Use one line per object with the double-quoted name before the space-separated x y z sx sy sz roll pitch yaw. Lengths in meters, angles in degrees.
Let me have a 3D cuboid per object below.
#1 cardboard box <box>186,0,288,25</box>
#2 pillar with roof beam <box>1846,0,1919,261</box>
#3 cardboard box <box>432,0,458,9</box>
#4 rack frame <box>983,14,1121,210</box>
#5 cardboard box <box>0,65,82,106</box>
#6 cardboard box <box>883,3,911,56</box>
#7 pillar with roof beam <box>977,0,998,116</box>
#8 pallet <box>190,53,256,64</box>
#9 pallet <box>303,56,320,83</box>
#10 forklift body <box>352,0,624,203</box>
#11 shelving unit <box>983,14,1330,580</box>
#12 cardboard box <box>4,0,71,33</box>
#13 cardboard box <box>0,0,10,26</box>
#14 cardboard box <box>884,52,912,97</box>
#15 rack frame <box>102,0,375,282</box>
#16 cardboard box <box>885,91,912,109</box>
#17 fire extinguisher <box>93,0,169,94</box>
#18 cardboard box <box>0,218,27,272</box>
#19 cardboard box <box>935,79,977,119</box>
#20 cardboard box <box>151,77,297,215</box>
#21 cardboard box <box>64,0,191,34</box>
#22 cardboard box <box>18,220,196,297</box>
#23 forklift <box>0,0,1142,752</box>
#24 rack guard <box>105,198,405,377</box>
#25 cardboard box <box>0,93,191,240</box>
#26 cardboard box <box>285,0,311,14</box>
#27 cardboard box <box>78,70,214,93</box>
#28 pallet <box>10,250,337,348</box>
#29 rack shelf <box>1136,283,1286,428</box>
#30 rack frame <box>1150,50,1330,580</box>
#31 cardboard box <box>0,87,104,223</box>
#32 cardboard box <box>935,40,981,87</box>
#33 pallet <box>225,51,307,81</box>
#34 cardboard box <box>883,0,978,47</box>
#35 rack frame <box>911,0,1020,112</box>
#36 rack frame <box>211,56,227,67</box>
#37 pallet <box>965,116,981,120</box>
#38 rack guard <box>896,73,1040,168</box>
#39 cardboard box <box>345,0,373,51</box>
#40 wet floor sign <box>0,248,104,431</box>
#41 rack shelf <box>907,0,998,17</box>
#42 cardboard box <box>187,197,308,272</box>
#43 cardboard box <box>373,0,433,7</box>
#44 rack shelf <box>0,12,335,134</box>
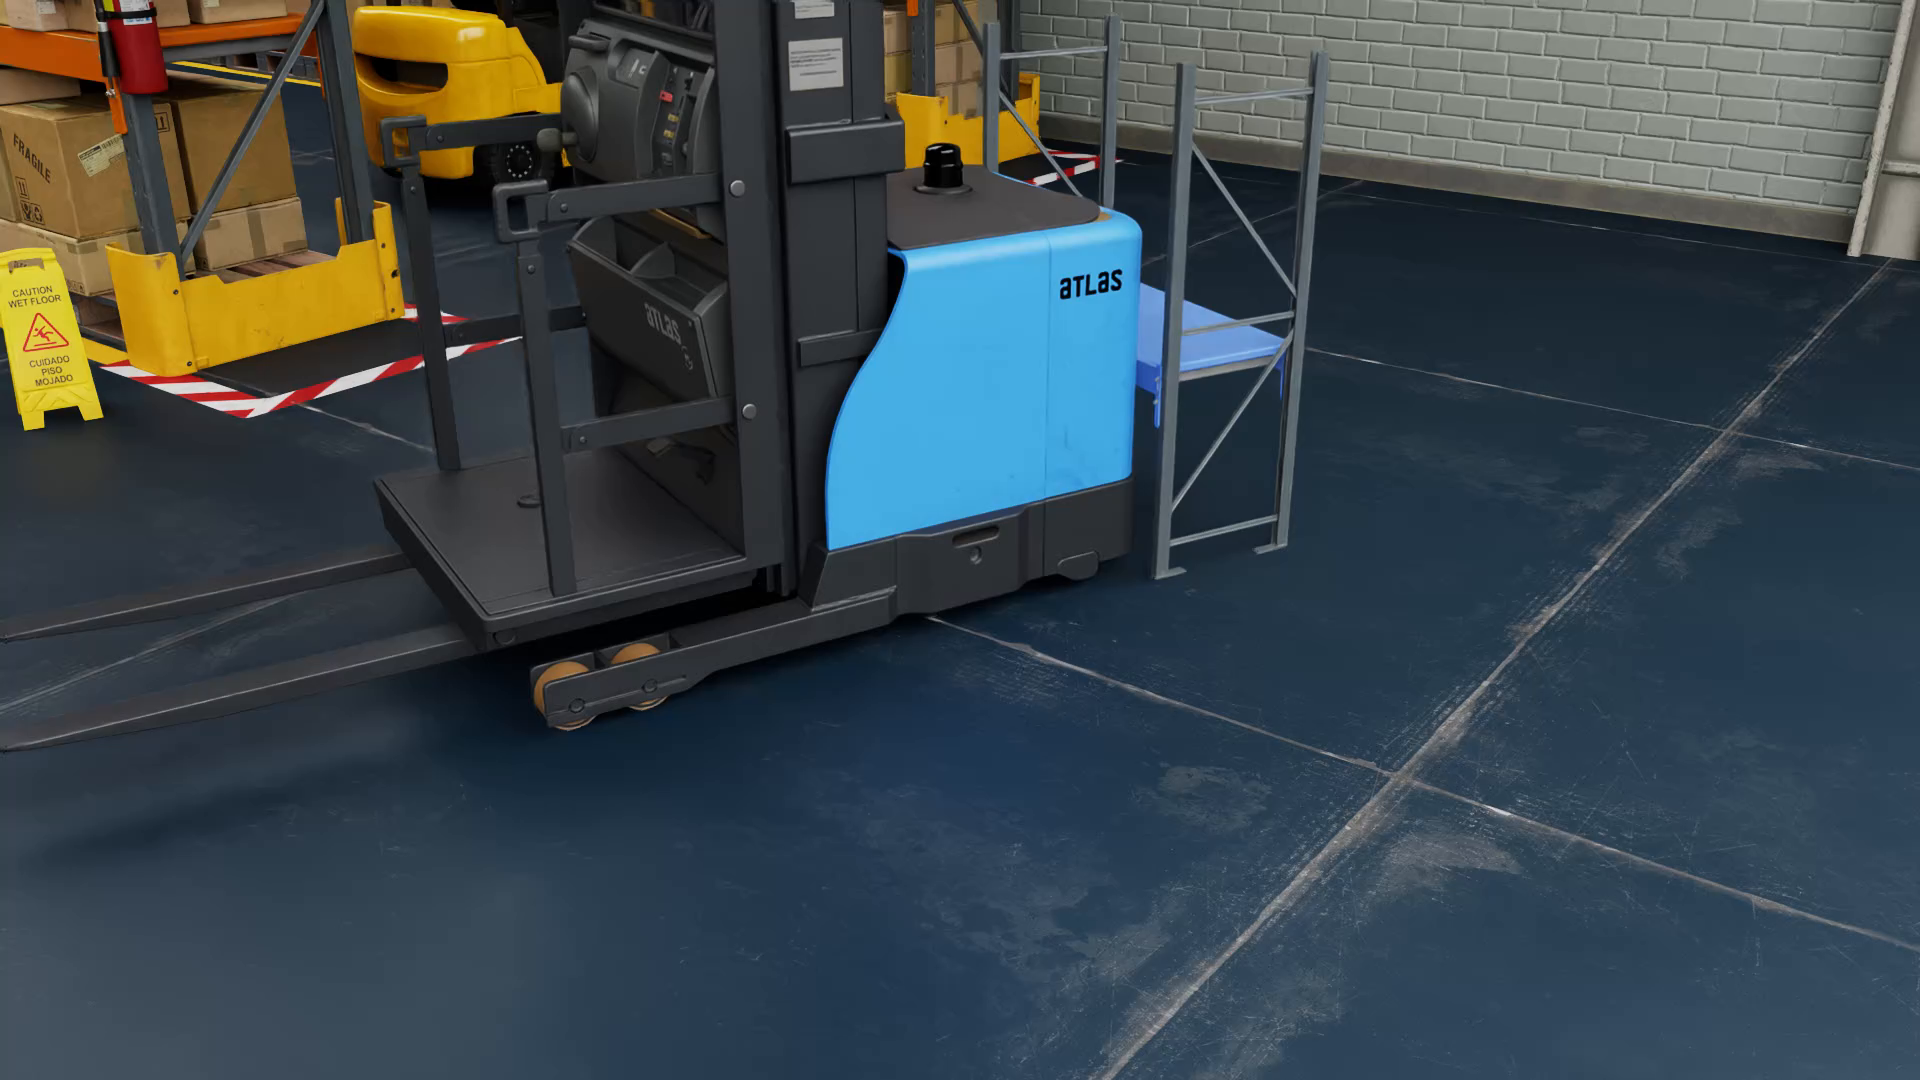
"cardboard box" -3.076 -2.269 6.991 0.250 0.149 0.380 17 29 33
"pillar with roof beam" 2.248 -4.202 3.627 0.400 9.000 9.100 17 29 33
"cardboard box" -3.580 -4.033 13.107 0.625 0.625 0.875 18 30 36
"rack frame" 0.298 -0.977 5.608 0.500 1.500 0.032 -13 27 -27
"cardboard box" -4.060 -1.986 7.192 0.250 0.149 0.380 18 29 35
"cardboard box" -0.510 -3.240 10.532 0.500 0.250 0.500 18 29 35
"pillar with roof beam" -2.553 -5.653 6.920 0.400 9.000 9.100 17 29 33
"pallet" -6.931 -4.689 15.630 1.213 0.211 1.003 17 29 33
"pallet" -4.749 -3.989 14.042 1.213 0.211 1.003 17 29 33
"forklift body" -2.566 -3.319 10.116 1.214 2.155 2.313 17 29 33
"shelving unit" 0.548 -0.799 5.203 0.538 1.500 1.048 -13 27 -27
"cardboard box" -3.625 -2.167 6.760 0.250 0.149 0.380 16 29 33
"cardboard box" -3.818 -2.236 6.916 0.250 0.149 0.380 16 29 32
"cardboard box" -0.532 -3.017 10.647 0.500 0.250 0.500 16 29 33
"rack frame" -2.929 -2.235 6.603 0.127 3.000 1.000 17 29 33
"cardboard box" -0.520 -2.783 10.736 0.500 0.250 0.500 17 29 34
"fire extinguisher" -3.113 -2.023 6.218 0.183 0.674 0.296 17 29 33
"cardboard box" -4.147 -1.406 7.609 0.500 0.250 0.500 17 29 33
"cardboard box" -0.230 -2.953 11.122 0.500 0.250 0.500 17 29 34
"cardboard box" -3.428 -1.802 7.579 0.500 0.500 0.500 16 28 32
"cardboard box" -3.356 -2.142 6.702 0.250 0.149 0.380 18 29 35
"cardboard box" -3.756 -1.284 7.332 0.500 0.250 0.500 17 29 33
"forklift" -1.001 -1.108 4.130 3.031 2.935 1.130 -14 27 -29
"rack guard" -2.989 -1.110 7.148 0.348 0.500 1.175 17 29 33
"cardboard box" -3.726 -1.622 7.170 0.500 0.500 0.500 17 29 34
"cardboard box" -5.338 -4.567 14.319 0.625 0.625 0.875 18 29 35
"cardboard box" -3.849 -1.927 7.863 0.500 0.500 0.500 16 28 31
"pallet" -3.618 -1.185 7.678 1.213 0.211 1.003 17 29 33
"rack shelf" 0.548 -0.634 5.275 0.538 0.185 1.000 -13 27 -27
"rack frame" 0.798 -0.620 4.798 0.500 1.500 0.032 -13 27 -27
"cardboard box" -4.146 -1.747 7.454 0.500 0.500 0.500 18 30 35
"cardboard box" -0.206 -3.181 11.019 0.500 0.250 0.500 17 29 34
"pallet" -5.721 -4.284 14.712 1.213 0.211 1.003 17 29 33
"cardboard box" -0.226 -3.406 10.910 0.500 0.250 0.500 16 29 33
"rack frame" 0.045 -3.838 10.240 0.127 3.000 1.000 17 29 33
"rack frame" -6.356 -5.772 14.630 0.127 3.000 1.000 17 29 33
"pallet" -0.592 -2.733 11.191 1.213 0.211 1.003 17 29 33
"rack guard" 0.065 -2.688 10.730 0.348 0.500 1.175 17 29 33
"cardboard box" -4.799 -4.404 13.950 0.625 0.625 0.875 15 28 31
"wet floor sign" -3.418 -0.767 6.190 0.267 0.644 0.232 -15 28 -30
"rack shelf" -1.555 -3.992 11.482 4.000 0.370 1.077 17 29 33
"cardboard box" -3.408 -1.453 7.718 0.500 0.250 0.500 17 29 33
"cardboard box" -4.196 -4.223 13.539 0.625 0.625 0.875 16 29 33
"rack shelf" -4.529 -2.390 7.845 4.000 0.370 1.077 17 29 33
